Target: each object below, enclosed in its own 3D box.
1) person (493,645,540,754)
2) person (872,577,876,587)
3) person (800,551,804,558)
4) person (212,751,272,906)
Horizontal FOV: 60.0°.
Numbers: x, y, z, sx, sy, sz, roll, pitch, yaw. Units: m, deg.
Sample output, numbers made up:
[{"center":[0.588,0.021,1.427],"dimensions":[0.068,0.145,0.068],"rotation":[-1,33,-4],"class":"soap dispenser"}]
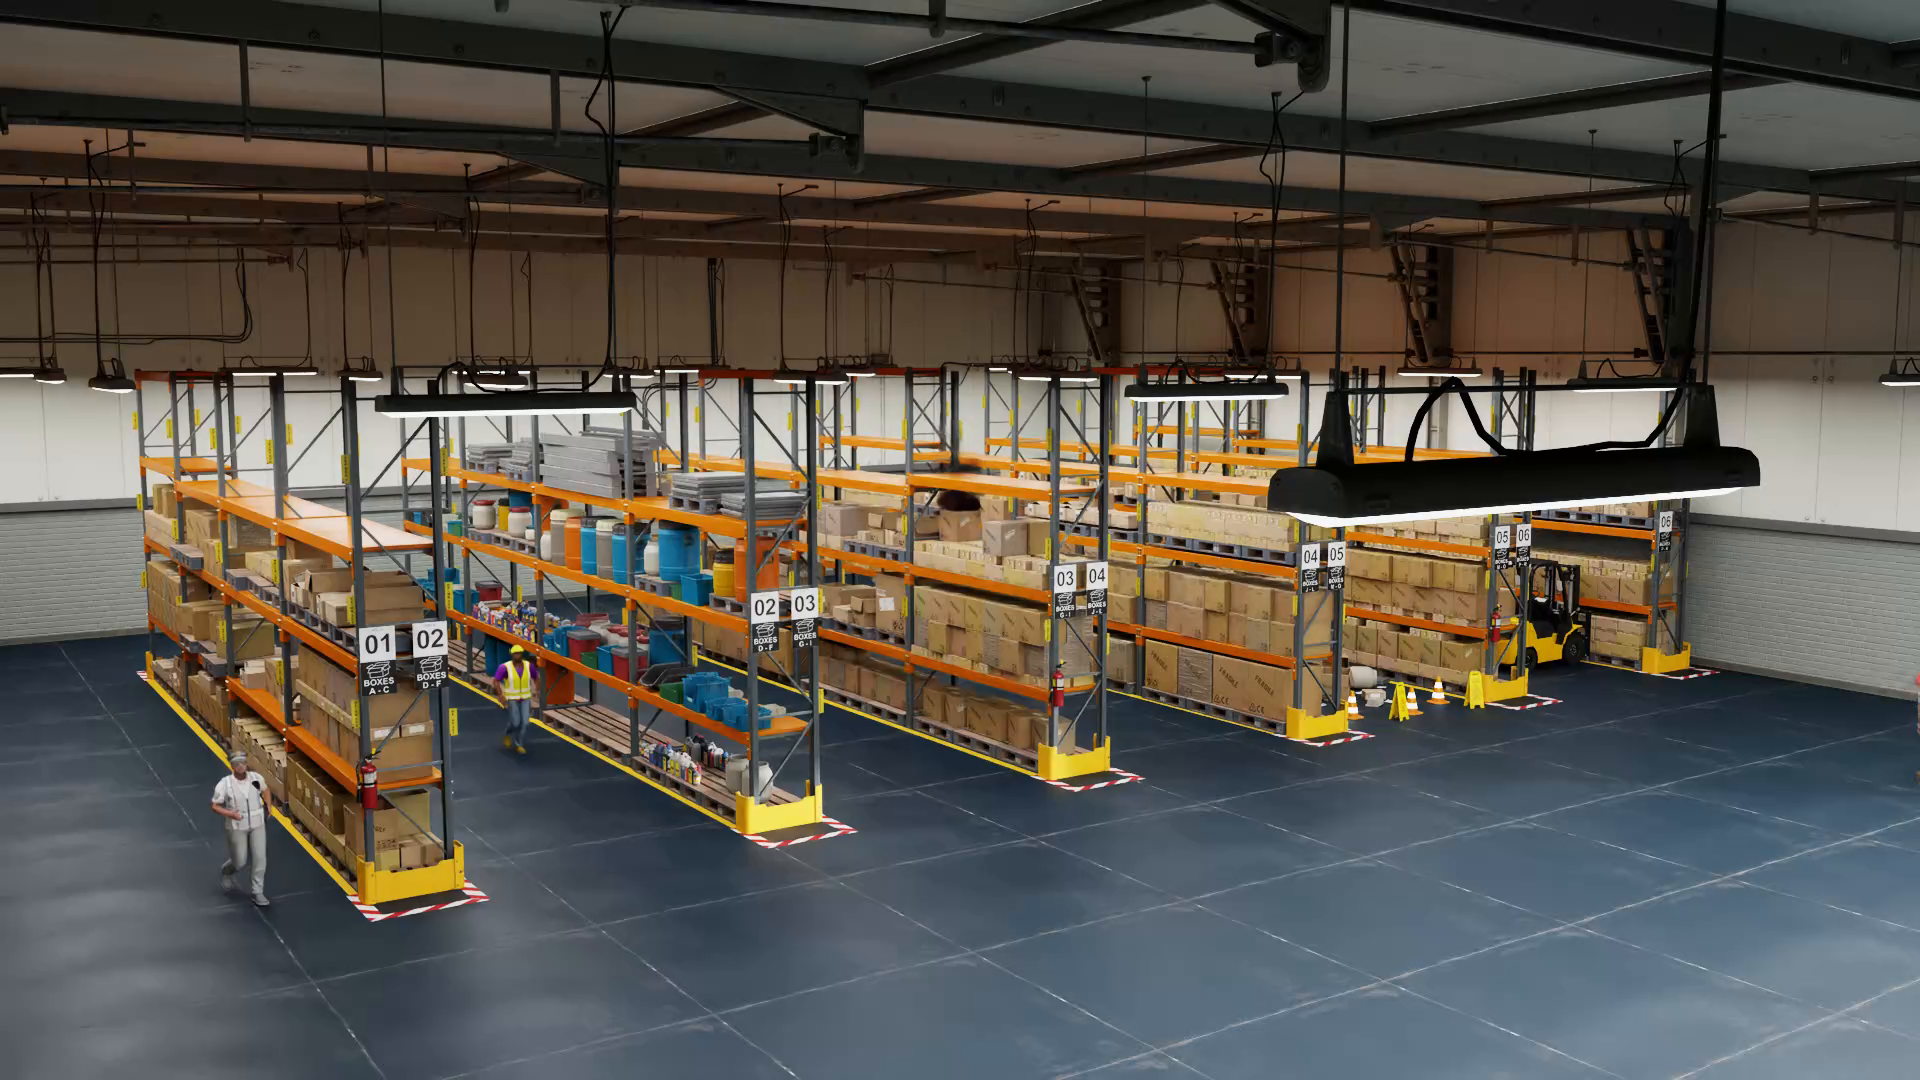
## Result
[{"center":[-6.988,2.507,26.332],"dimensions":[0.715,1.732,0.577],"rotation":[-4,8,-34],"class":"person"},{"center":[-2.066,0.605,43.112],"dimensions":[0.662,1.726,0.706],"rotation":[-4,8,-31],"class":"person"},{"center":[-4.147,0.881,41.620],"dimensions":[0.475,1.503,0.598],"rotation":[-2,7,-17],"class":"person"},{"center":[-8.244,3.302,19.243],"dimensions":[0.677,1.732,0.890],"rotation":[-5,8,-38],"class":"person"}]
